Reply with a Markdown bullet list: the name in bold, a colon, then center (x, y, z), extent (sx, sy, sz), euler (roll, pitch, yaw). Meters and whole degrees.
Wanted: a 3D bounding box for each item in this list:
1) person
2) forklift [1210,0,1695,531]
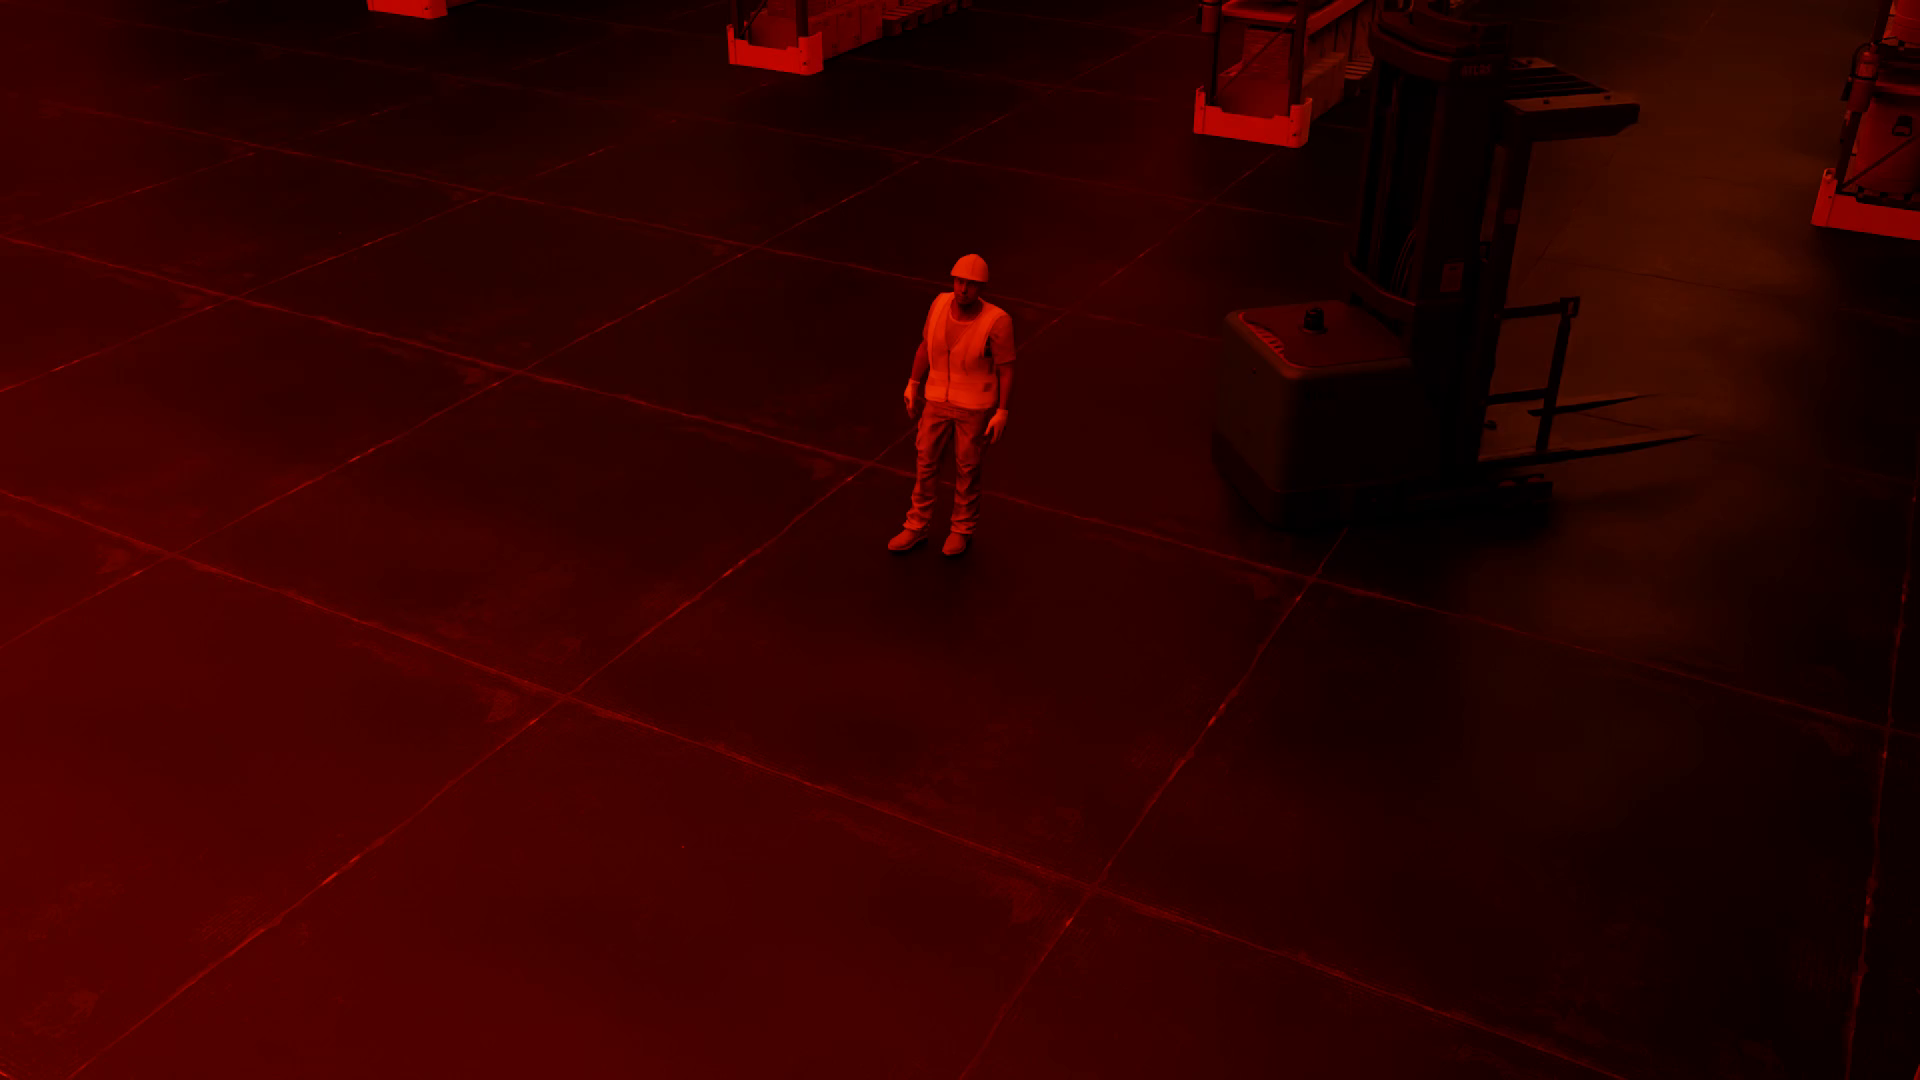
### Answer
- **person**: center (-0.042, -0.748, 9.502), extent (0.656, 1.784, 0.575), euler (15, 33, 25)
- **forklift**: center (3.197, -1.720, 10.051), extent (3.031, 2.935, 1.130), euler (-8, 31, -13)
